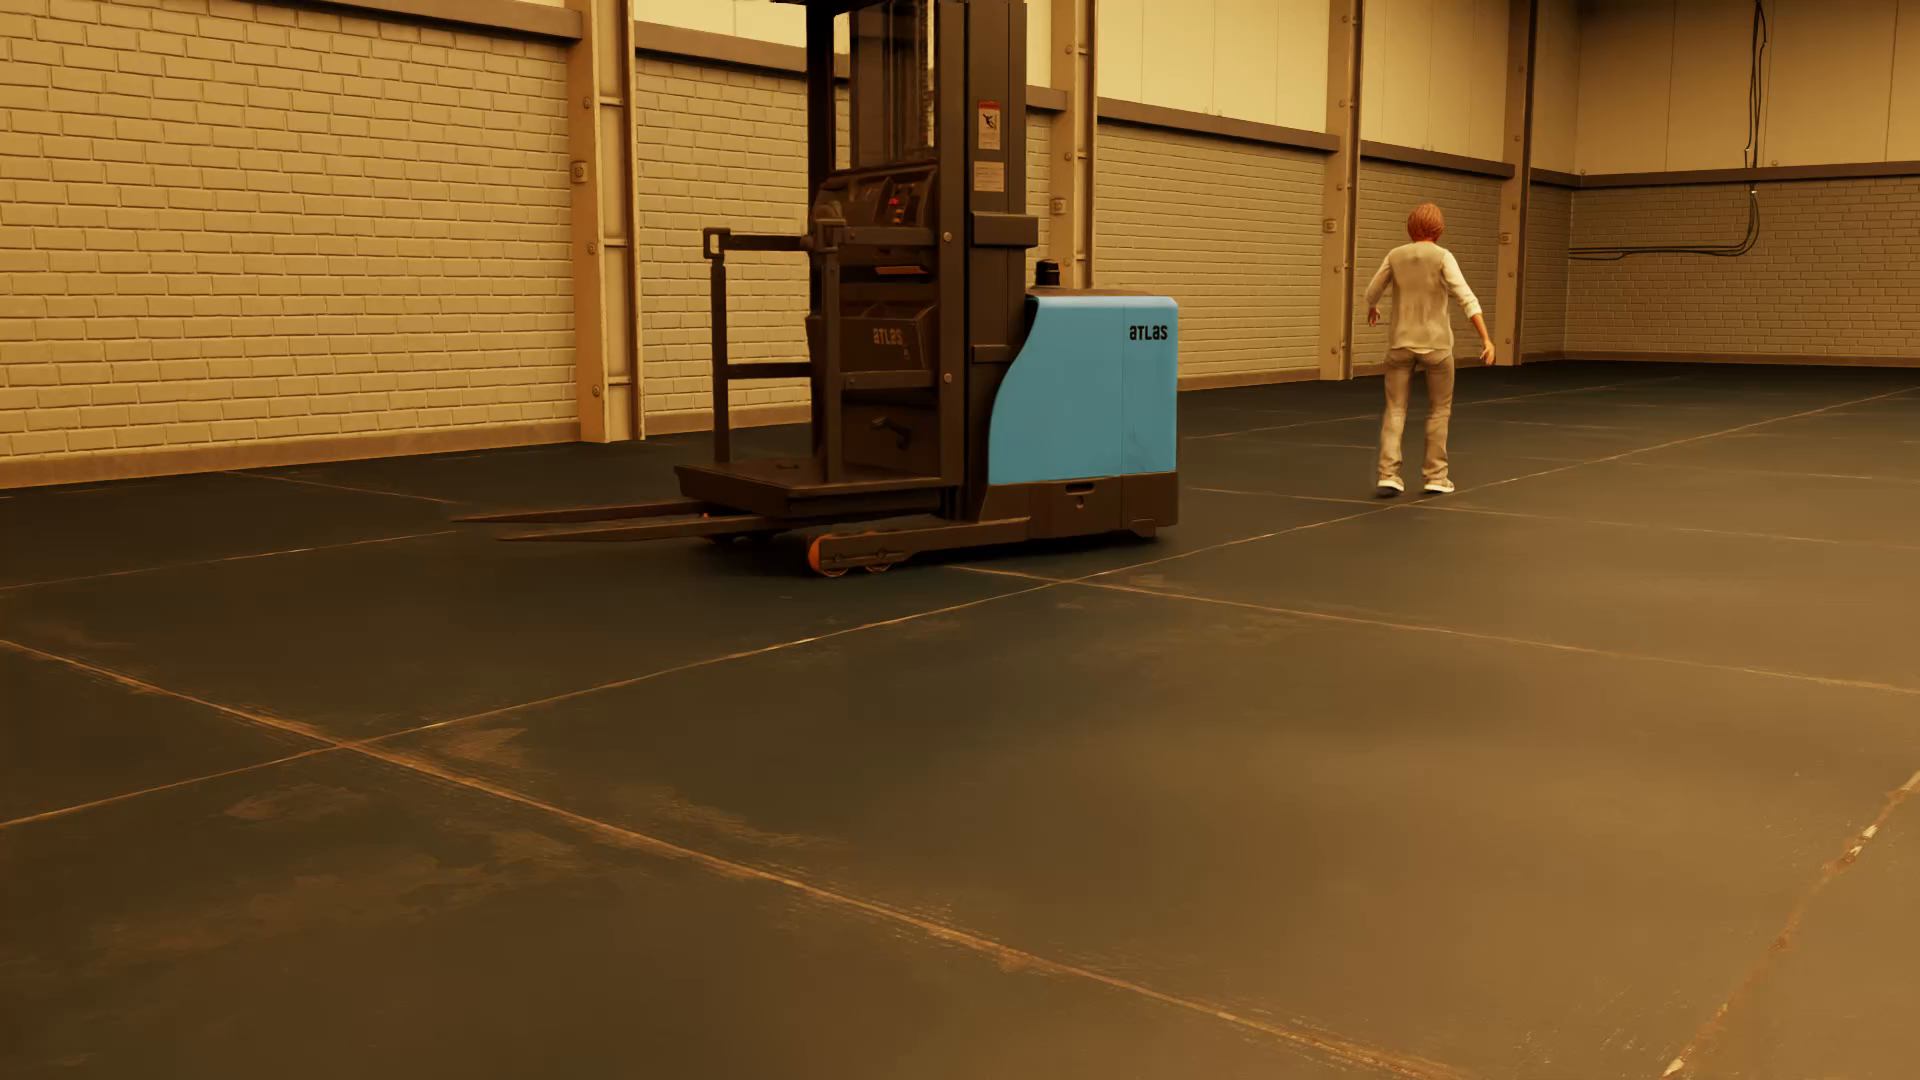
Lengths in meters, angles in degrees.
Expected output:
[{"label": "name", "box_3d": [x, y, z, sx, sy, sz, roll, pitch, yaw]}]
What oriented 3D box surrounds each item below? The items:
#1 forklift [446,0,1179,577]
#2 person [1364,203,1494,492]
[{"label": "forklift", "box_3d": [-0.541, -1.393, 6.799, 3.031, 2.935, 1.130, -5, 10, -33]}, {"label": "person", "box_3d": [2.525, -1.025, 9.045, 0.812, 1.574, 0.703, 5, 10, 30]}]
